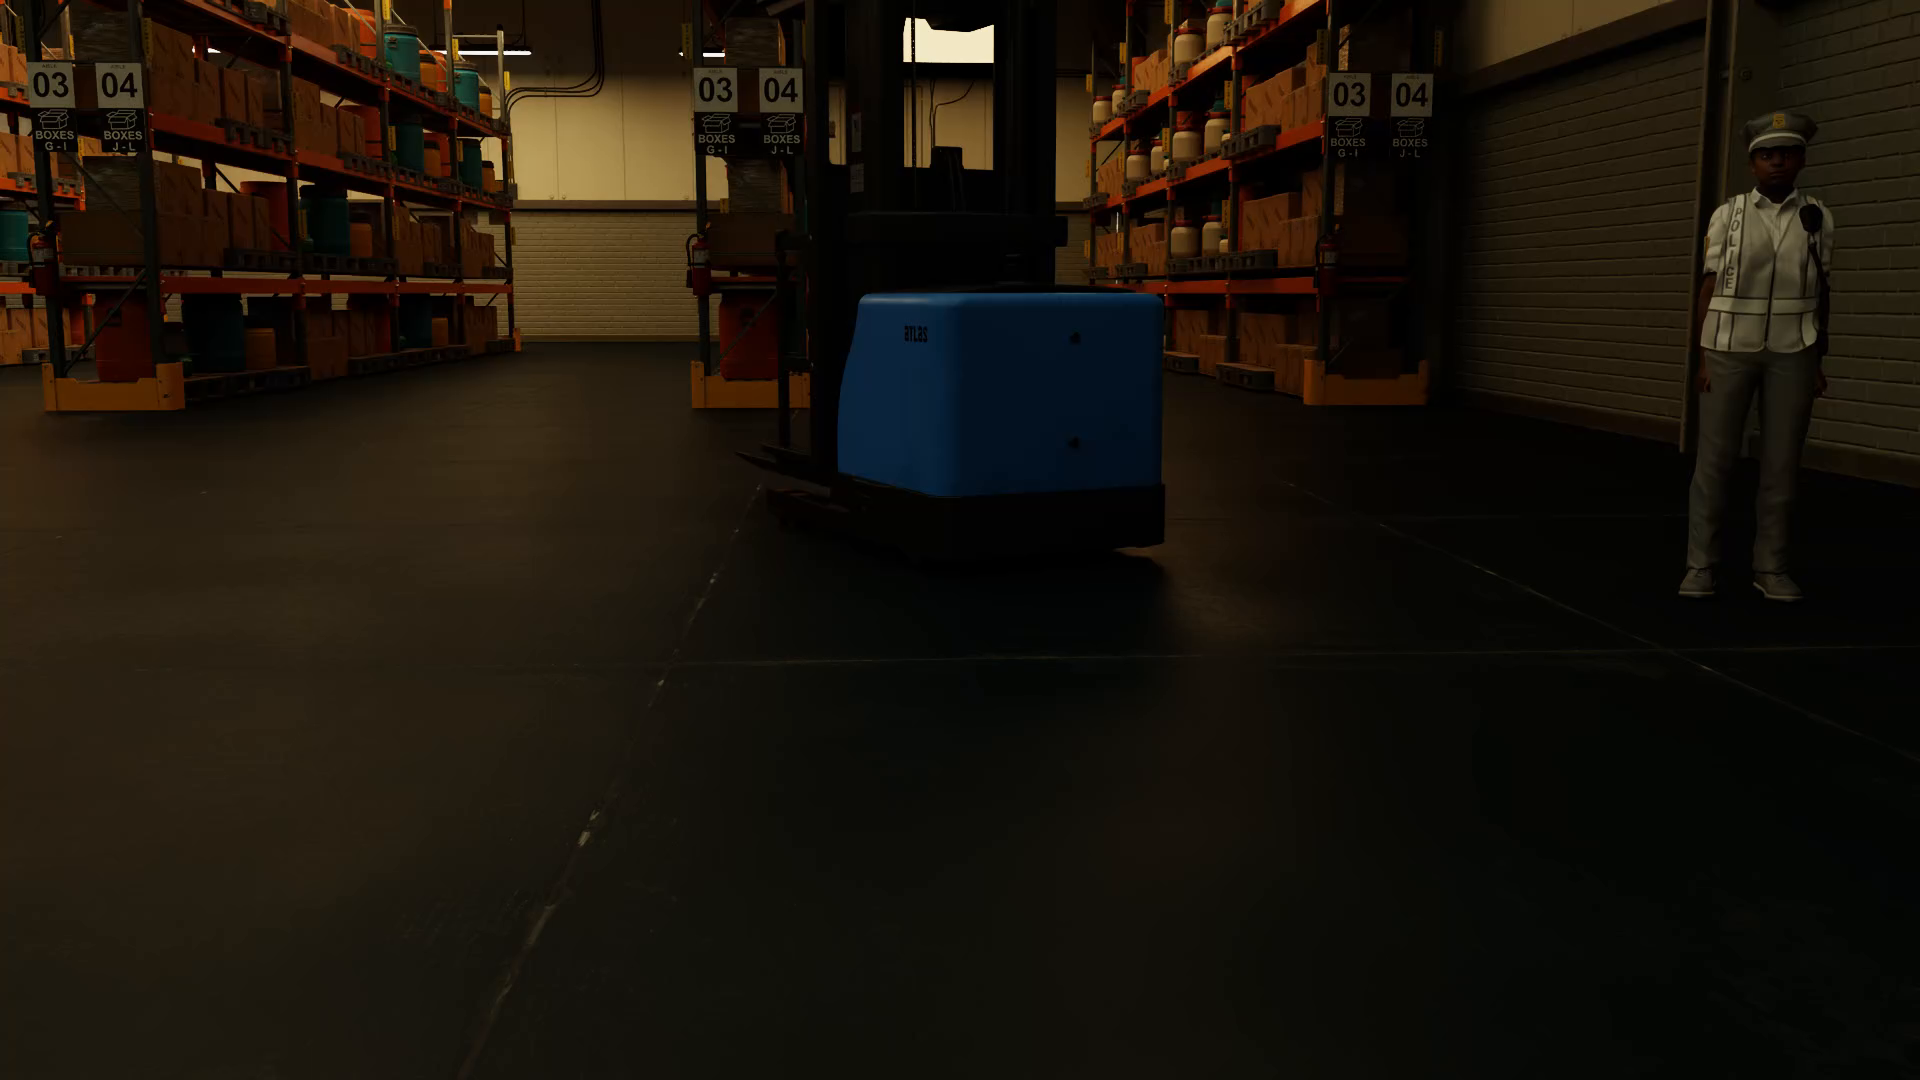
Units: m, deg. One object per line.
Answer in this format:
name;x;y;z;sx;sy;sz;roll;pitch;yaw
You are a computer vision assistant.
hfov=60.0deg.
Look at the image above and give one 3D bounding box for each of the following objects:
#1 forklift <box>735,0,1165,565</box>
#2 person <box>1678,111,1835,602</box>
forklift;-0.264;-1.530;7.637;1.130;2.935;3.031;-4;9;-25
person;2.813;-0.637;5.855;0.449;1.694;0.351;2;9;16
